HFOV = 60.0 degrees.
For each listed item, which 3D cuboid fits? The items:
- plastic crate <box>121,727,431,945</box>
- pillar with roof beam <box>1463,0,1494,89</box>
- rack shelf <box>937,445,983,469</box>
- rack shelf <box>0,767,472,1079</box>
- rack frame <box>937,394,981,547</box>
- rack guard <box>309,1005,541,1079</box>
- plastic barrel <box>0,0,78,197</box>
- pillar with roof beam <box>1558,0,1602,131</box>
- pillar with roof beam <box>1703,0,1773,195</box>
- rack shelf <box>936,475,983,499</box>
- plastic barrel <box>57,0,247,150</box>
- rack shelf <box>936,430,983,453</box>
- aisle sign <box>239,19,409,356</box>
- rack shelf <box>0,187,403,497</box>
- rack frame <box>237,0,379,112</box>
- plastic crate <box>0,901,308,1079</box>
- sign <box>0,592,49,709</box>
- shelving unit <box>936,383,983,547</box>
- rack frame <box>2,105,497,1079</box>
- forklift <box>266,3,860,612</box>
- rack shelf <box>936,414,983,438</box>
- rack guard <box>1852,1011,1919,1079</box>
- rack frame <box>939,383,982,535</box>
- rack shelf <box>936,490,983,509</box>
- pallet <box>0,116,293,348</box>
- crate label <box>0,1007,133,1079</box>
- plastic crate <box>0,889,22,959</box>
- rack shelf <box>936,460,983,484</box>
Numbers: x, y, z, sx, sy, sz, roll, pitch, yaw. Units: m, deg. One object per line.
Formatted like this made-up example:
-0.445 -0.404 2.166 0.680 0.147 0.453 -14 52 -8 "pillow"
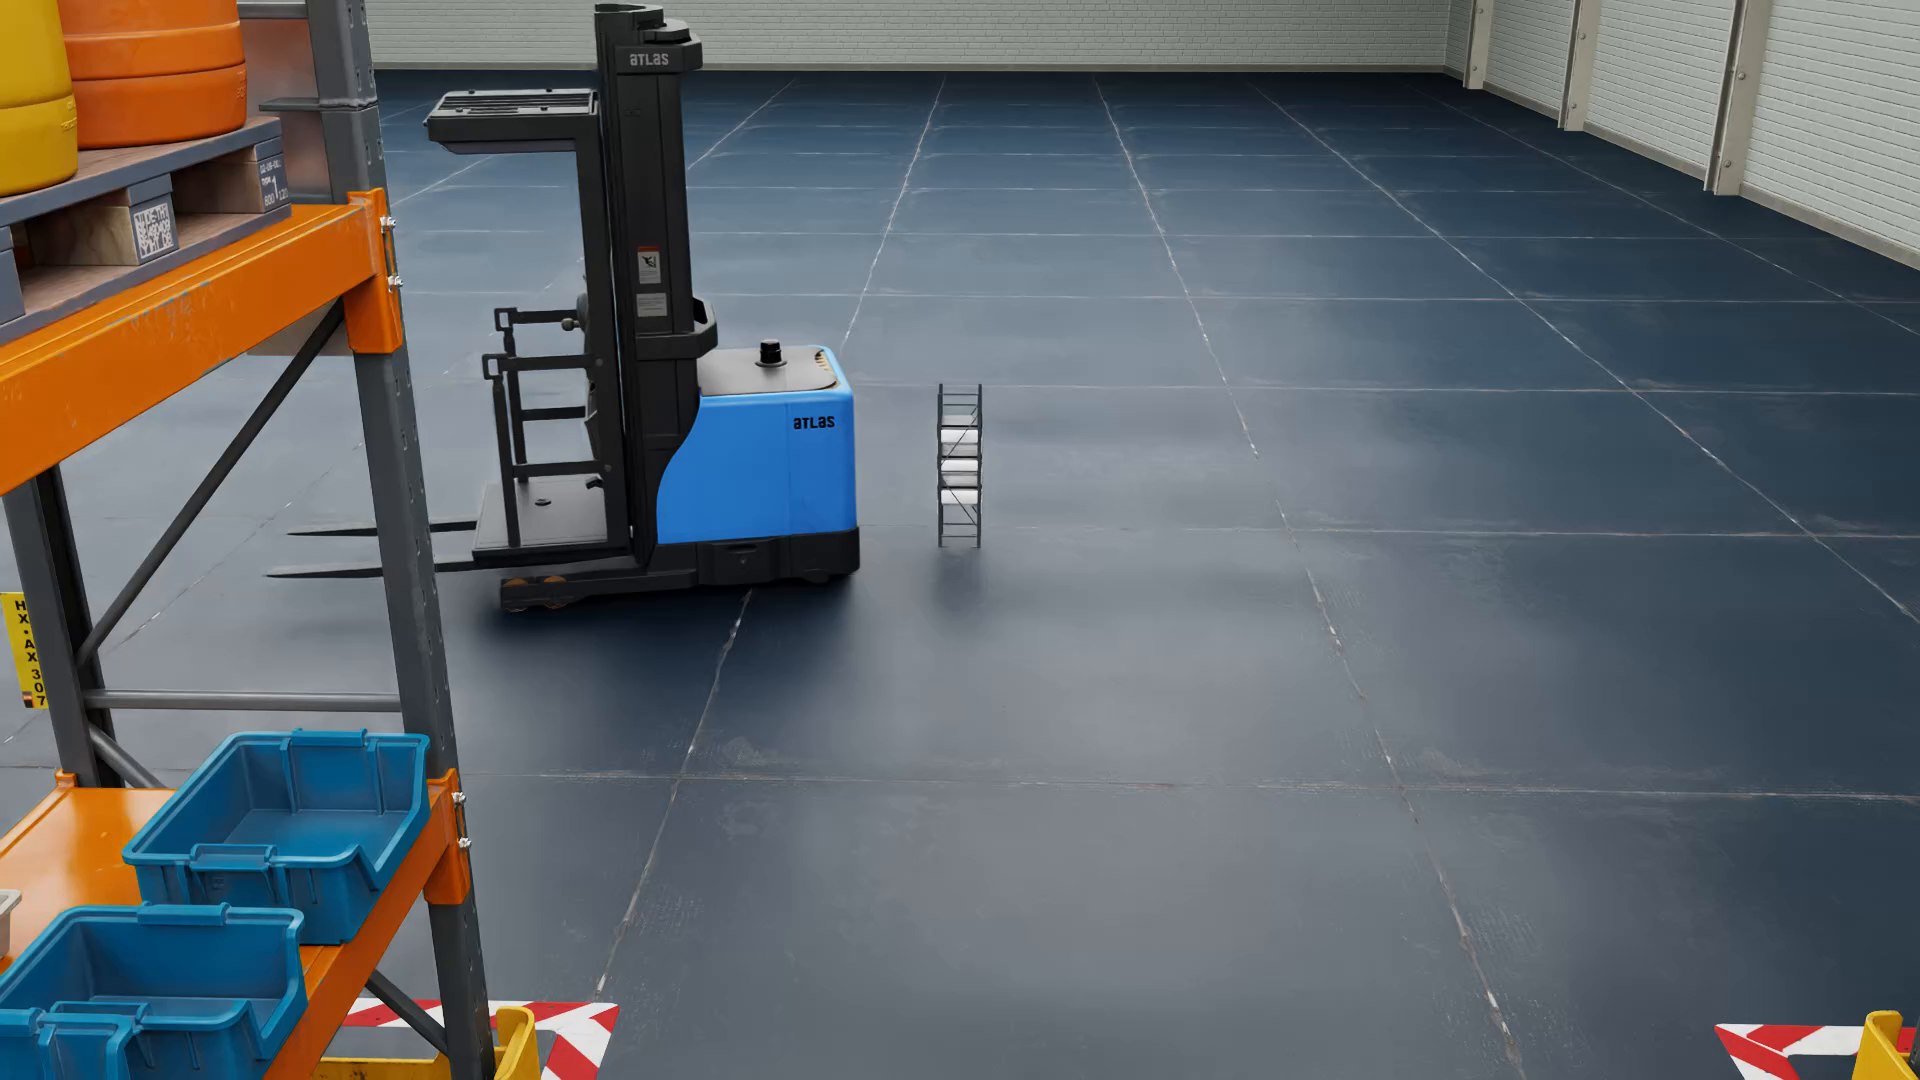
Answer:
-1.545 0.676 3.846 0.499 0.251 0.616 1 21 2 "plastic crate"
5.526 -12.897 30.329 9.100 9.000 0.400 1 21 2 "pillar with roof beam"
0.000 -0.469 9.338 0.258 0.077 0.200 1 21 2 "rack shelf"
-1.890 1.481 2.561 1.077 0.370 4.000 1 21 2 "rack shelf"
-0.003 -0.380 9.264 0.240 0.900 0.006 1 21 2 "rack frame"
-1.785 1.615 4.674 1.175 0.500 0.348 1 21 2 "rack guard"
-1.737 -0.846 2.576 0.600 0.588 0.600 0 21 0 "plastic barrel"
5.343 -10.728 24.738 9.100 9.000 0.400 1 21 2 "pillar with roof beam"
5.161 -8.559 19.147 9.100 9.000 0.400 1 21 2 "pillar with roof beam"
0.000 -0.302 9.403 0.258 0.077 0.200 1 21 2 "rack shelf"
-1.717 -1.195 3.142 0.600 0.830 0.708 1 21 2 "plastic barrel"
0.000 -0.553 9.306 0.258 0.077 0.200 1 21 2 "rack shelf"
-1.530 -0.813 3.883 0.394 0.787 0.004 1 21 2 "aisle sign"
-1.890 0.082 2.018 1.077 0.370 4.000 1 21 2 "rack shelf"
-1.829 -2.375 3.209 1.000 3.000 0.127 1 21 2 "rack frame"
-1.571 0.910 3.241 0.499 0.251 0.408 1 21 2 "plastic crate"
-2.379 0.285 4.264 0.100 0.325 0.005 1 21 2 "sign"
0.000 -0.417 9.359 0.258 0.900 0.210 1 21 2 "shelving unit"
-1.829 0.422 4.294 1.000 3.000 0.127 1 21 2 "rack frame"
-2.108 -1.204 8.580 3.031 2.935 1.130 -4 22 -11 "forklift"
0.000 -0.637 9.273 0.258 0.077 0.200 1 21 2 "rack shelf"
3.122 1.635 4.625 1.175 0.500 0.348 1 21 2 "rack guard"
0.003 -0.453 9.453 0.240 0.900 0.006 1 21 2 "rack frame"
0.000 -0.218 9.436 0.258 0.077 0.200 1 21 2 "rack shelf"
-1.952 -0.590 3.018 1.003 0.211 1.213 1 21 2 "pallet"
-1.615 1.074 2.565 0.502 0.435 0.616 1 21 2 "crate label"
-2.178 0.865 3.517 0.298 0.136 0.250 1 21 2 "plastic crate"
0.000 -0.386 9.371 0.258 0.077 0.200 1 21 2 "rack shelf"
